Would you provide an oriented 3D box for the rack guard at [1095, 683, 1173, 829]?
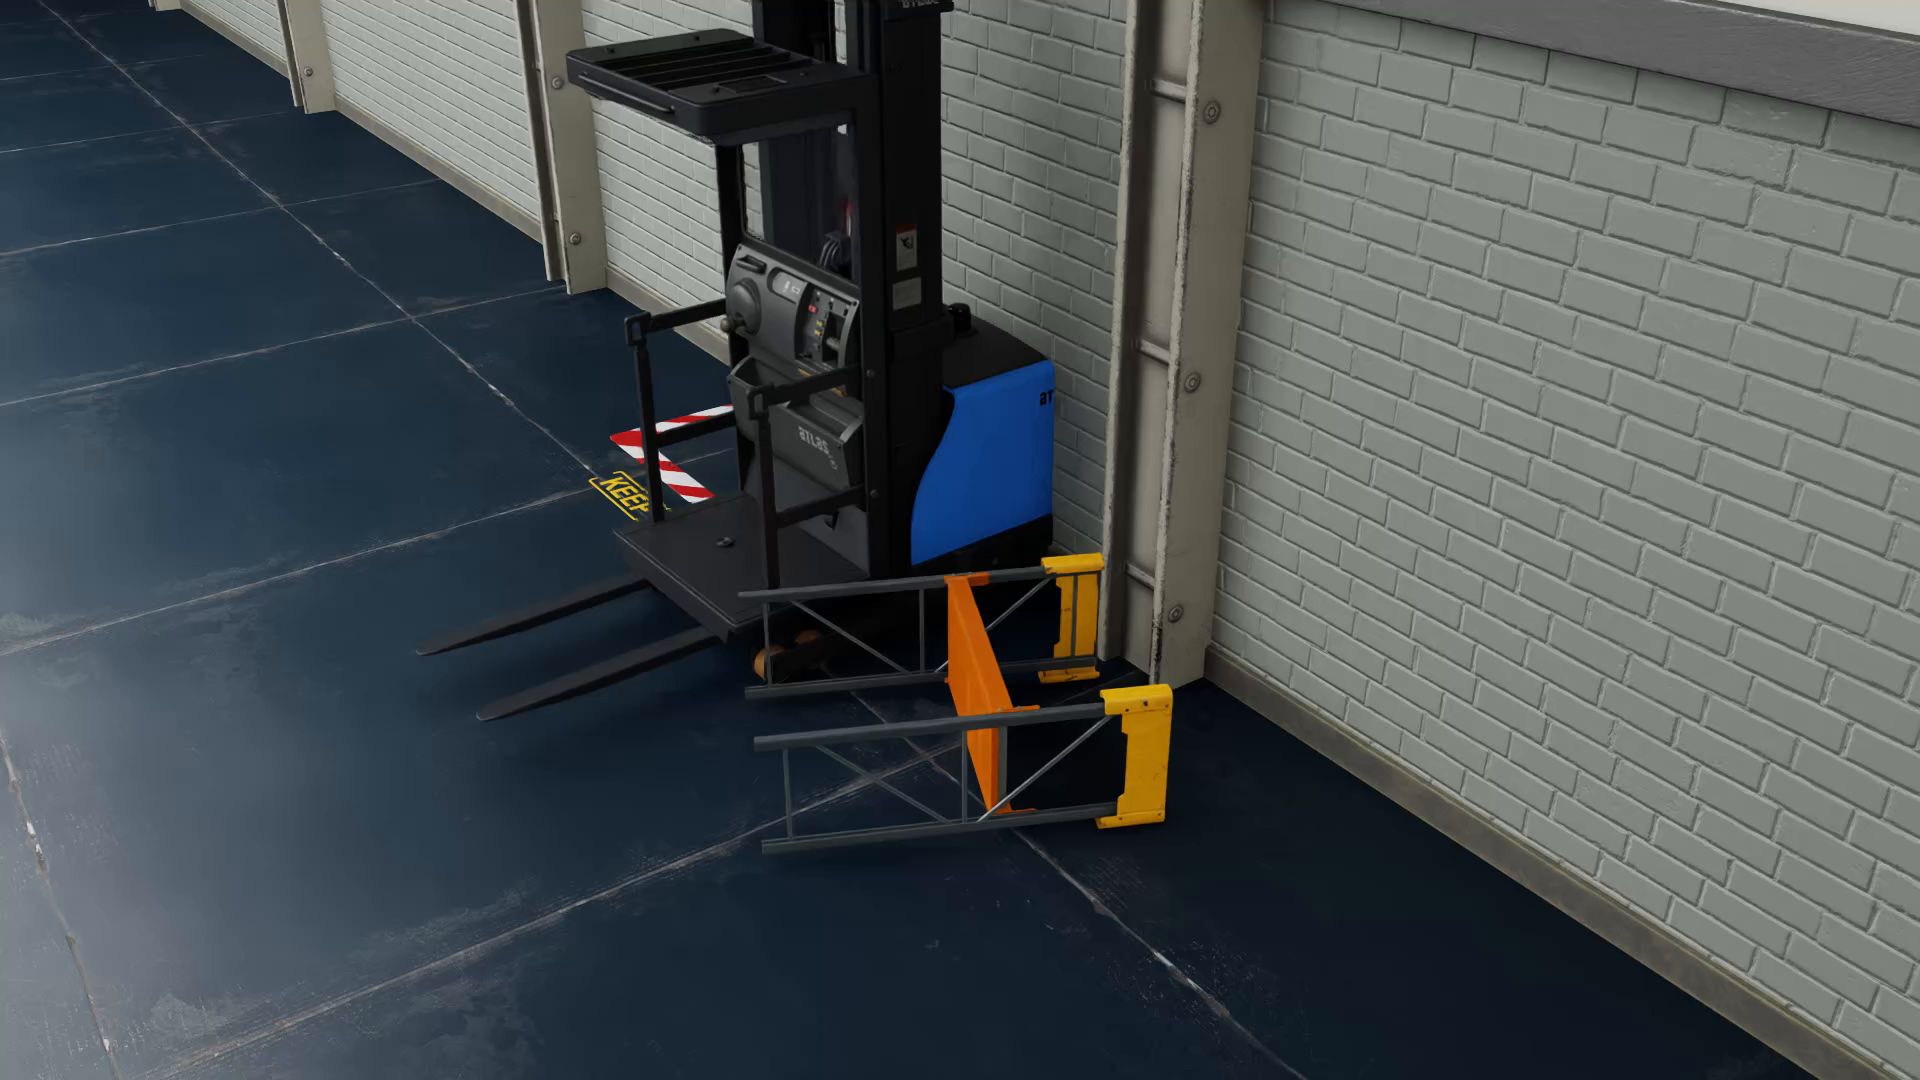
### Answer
[{"bbox_3d":[0.637,0.801,6.131,0.250,0.587,0.087,-5,29,-9],"label":"rack guard"}]

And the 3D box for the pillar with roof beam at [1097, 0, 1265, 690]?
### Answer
[{"bbox_3d":[-2.670,-2.219,2.907,9.100,9.000,0.400,-19,34,-31],"label":"pillar with roof beam"}]

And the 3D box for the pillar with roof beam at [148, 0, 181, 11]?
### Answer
[{"bbox_3d":[-13.111,-9.217,15.792,9.100,9.000,0.400,-19,34,-31],"label":"pillar with roof beam"}]

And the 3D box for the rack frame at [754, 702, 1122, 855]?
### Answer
[{"bbox_3d":[0.021,0.854,6.036,1.500,0.500,0.032,-5,29,-9],"label":"rack frame"}]

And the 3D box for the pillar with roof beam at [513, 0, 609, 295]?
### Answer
[{"bbox_3d":[-6.150,-4.552,7.202,9.100,9.000,0.400,-19,34,-31],"label":"pillar with roof beam"}]

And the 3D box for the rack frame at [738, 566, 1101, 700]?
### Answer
[{"bbox_3d":[-0.154,0.376,6.916,1.500,0.500,0.032,-5,29,-9],"label":"rack frame"}]

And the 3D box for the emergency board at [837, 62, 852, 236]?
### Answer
[{"bbox_3d":[-0.566,-1.746,8.322,0.194,1.169,0.643,-19,34,-31],"label":"emergency board"}]

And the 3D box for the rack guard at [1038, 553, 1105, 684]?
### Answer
[{"bbox_3d":[0.465,0.333,6.994,0.250,0.587,0.087,-5,29,-9],"label":"rack guard"}]

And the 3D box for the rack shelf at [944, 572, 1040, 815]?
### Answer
[{"bbox_3d":[0.111,0.600,6.503,0.185,0.538,1.000,-5,29,-9],"label":"rack shelf"}]

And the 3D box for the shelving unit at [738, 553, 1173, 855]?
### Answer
[{"bbox_3d":[-0.065,0.619,6.468,1.500,0.587,1.083,-5,29,-9],"label":"shelving unit"}]

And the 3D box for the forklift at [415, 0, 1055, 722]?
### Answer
[{"bbox_3d":[-0.882,-0.957,6.941,3.031,2.935,1.130,-21,35,-33],"label":"forklift"}]

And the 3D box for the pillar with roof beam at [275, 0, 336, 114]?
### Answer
[{"bbox_3d":[-9.631,-6.884,11.497,9.100,9.000,0.400,-19,34,-31],"label":"pillar with roof beam"}]
